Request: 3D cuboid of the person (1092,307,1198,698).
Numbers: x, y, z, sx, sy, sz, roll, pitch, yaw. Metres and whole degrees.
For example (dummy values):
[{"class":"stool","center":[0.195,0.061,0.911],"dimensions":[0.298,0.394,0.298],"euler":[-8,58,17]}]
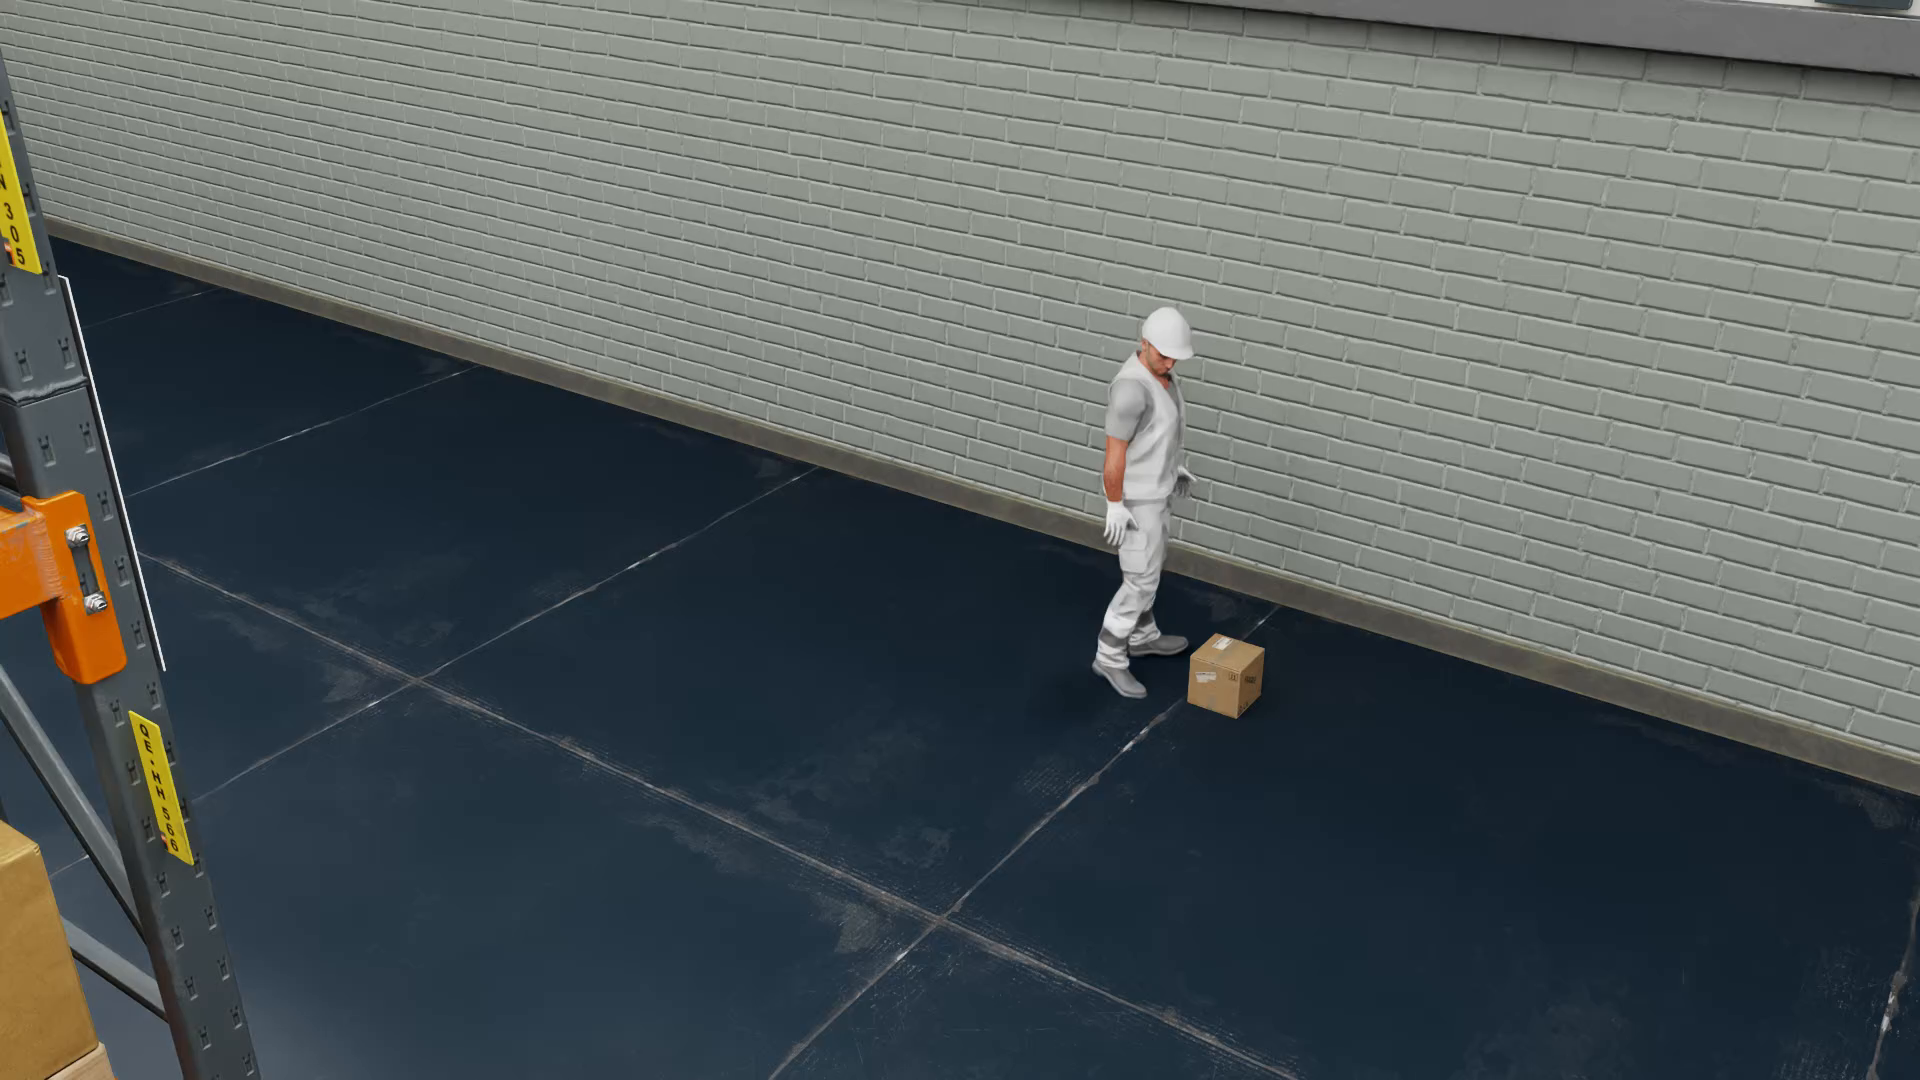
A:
[{"class":"person","center":[0.852,-0.201,7.488],"dimensions":[0.385,1.803,0.662],"euler":[9,28,17]}]
